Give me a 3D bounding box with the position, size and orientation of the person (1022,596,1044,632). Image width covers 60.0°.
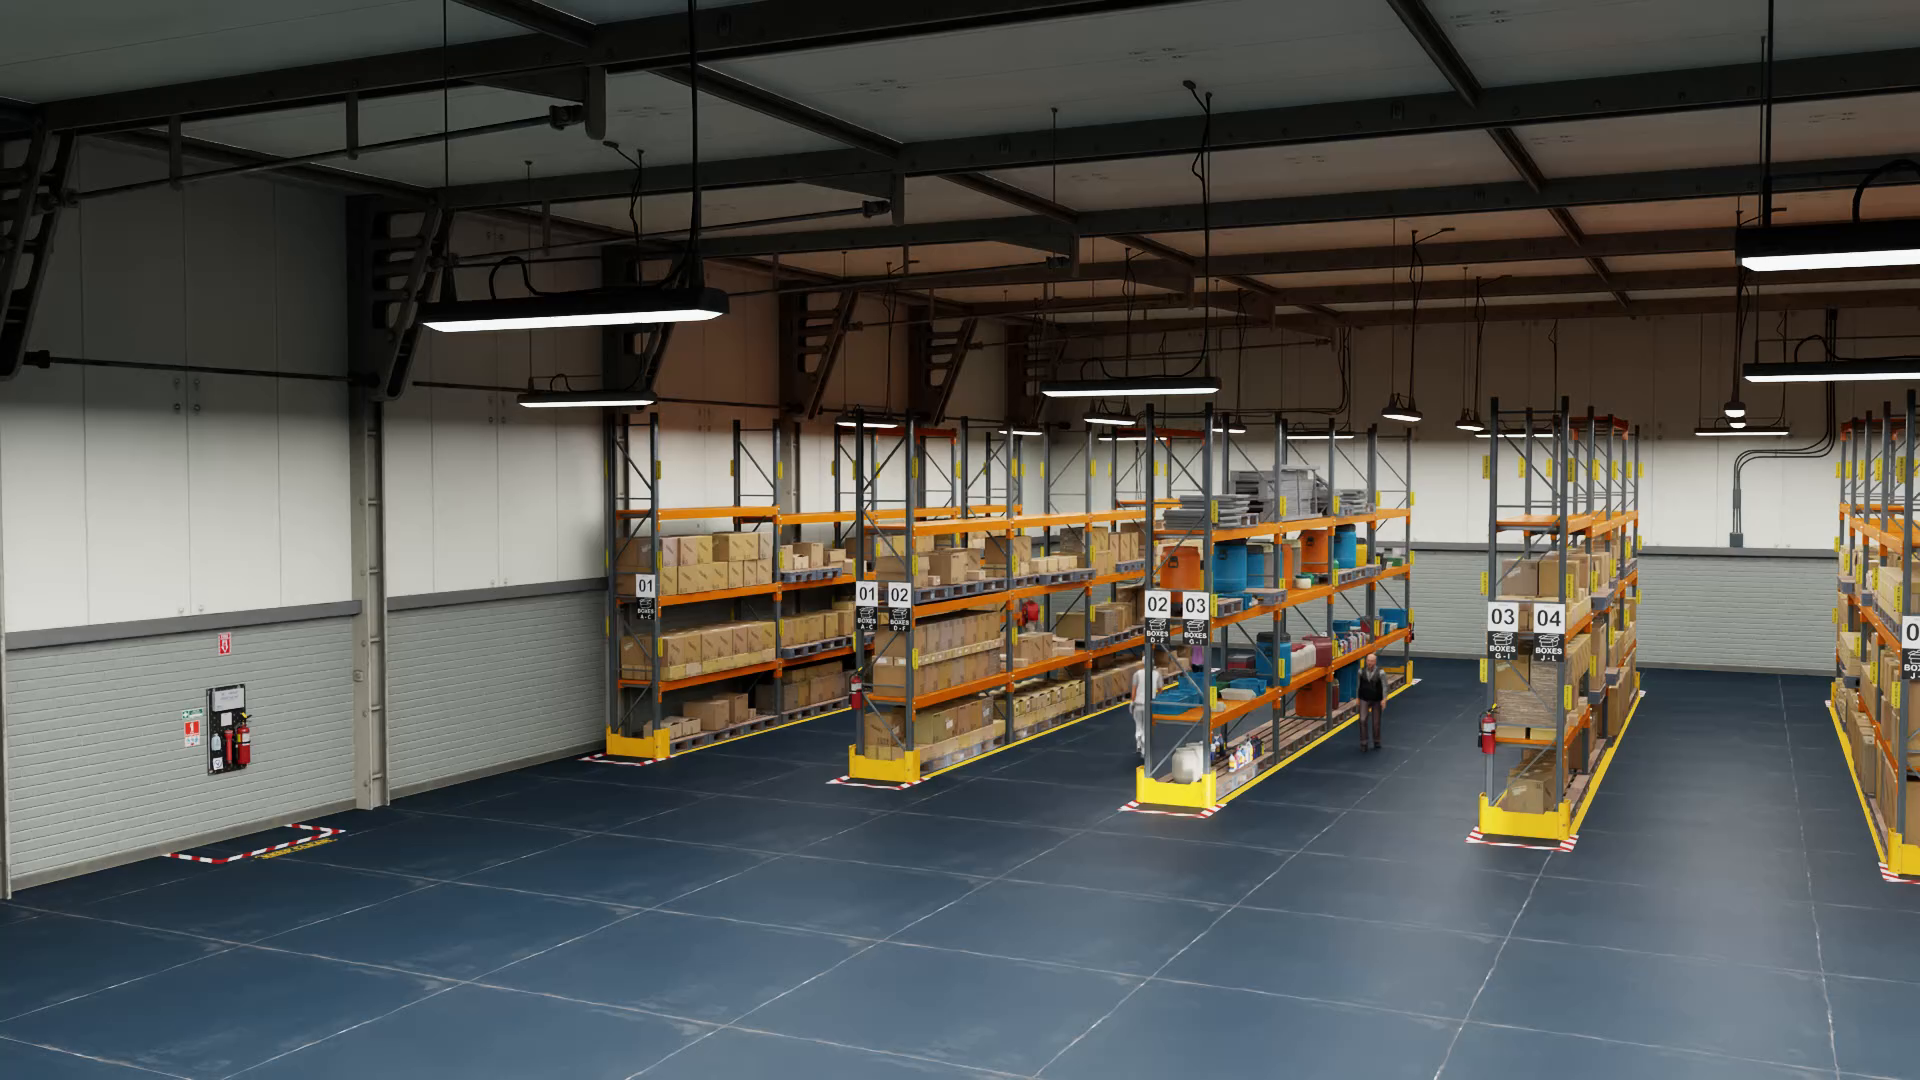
[{"bbox_3d":[1.928,2.279,44.657,1.052,1.679,0.513,2,3,44],"label":"person"}]

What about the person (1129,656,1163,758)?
[{"bbox_3d":[3.246,2.899,28.993,0.551,1.808,0.542,1,2,15],"label":"person"}]

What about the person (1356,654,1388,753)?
[{"bbox_3d":[7.354,2.904,29.700,0.582,1.747,0.656,1,3,24],"label":"person"}]

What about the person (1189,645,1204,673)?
[{"bbox_3d":[5.133,2.699,35.875,0.459,1.595,0.460,2,3,37],"label":"person"}]
